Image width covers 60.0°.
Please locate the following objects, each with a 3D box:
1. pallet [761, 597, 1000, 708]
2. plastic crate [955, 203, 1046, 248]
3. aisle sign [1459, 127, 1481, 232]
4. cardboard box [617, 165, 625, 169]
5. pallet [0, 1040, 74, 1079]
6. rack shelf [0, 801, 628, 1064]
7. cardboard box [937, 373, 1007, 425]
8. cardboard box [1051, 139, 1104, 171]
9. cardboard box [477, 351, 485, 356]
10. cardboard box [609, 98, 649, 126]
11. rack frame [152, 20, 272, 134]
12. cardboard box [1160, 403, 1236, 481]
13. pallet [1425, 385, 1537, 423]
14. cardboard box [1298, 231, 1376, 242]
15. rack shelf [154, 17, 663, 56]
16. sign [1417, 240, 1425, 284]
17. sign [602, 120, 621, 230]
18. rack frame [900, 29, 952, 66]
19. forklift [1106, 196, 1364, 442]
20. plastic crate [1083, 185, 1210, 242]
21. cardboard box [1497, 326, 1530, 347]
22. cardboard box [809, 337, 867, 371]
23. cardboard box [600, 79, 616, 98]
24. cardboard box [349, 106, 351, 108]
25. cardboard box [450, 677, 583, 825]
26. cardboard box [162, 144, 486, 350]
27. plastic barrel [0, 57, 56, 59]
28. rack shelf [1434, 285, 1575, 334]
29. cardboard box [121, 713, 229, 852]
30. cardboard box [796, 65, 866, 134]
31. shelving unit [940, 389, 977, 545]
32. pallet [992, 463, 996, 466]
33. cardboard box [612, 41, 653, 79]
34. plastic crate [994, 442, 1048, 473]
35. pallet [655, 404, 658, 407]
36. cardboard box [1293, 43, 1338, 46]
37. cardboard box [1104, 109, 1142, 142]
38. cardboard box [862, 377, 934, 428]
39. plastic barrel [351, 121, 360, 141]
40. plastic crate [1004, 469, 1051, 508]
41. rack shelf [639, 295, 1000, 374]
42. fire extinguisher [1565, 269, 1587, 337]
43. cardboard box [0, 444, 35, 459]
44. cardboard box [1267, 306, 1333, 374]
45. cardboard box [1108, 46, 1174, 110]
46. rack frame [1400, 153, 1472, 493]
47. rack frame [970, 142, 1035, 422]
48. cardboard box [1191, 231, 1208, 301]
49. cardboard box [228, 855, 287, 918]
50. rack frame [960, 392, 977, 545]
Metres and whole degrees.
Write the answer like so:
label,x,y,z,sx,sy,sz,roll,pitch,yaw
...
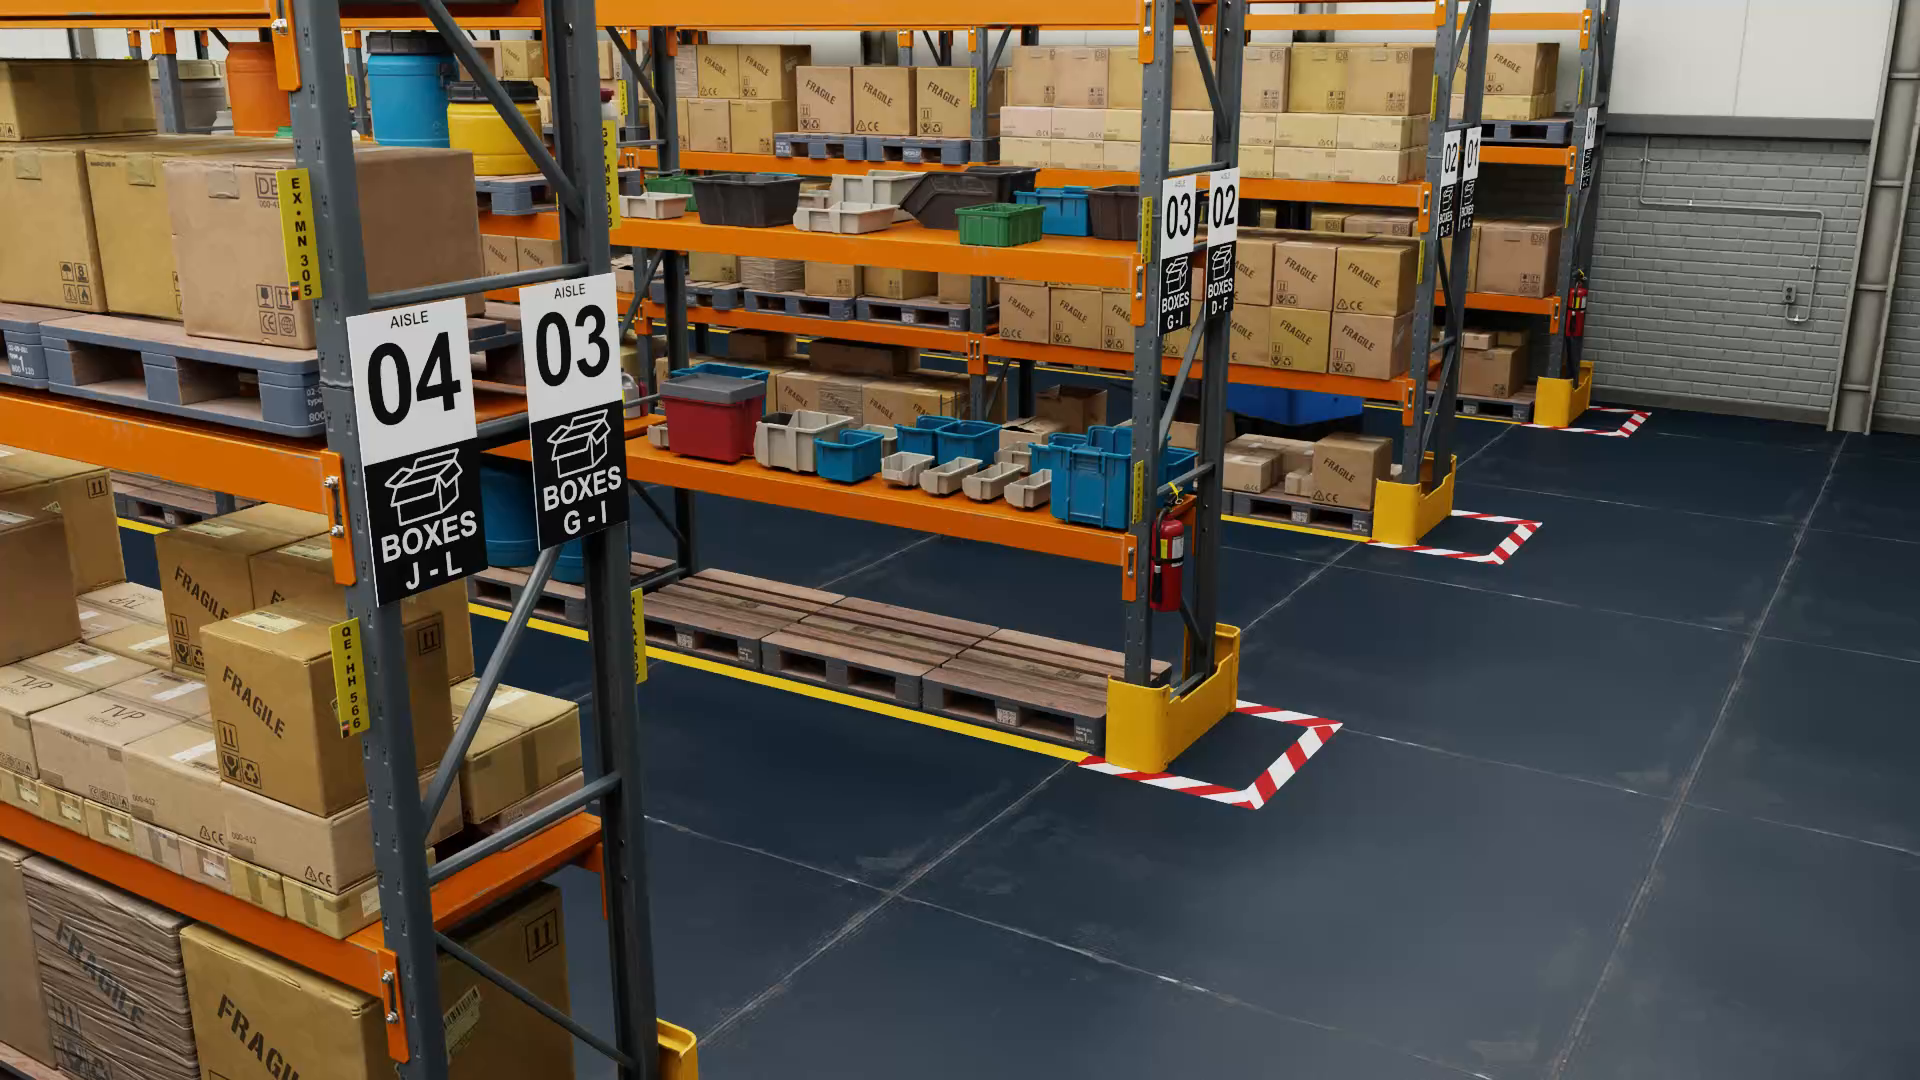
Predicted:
label,x,y,z,sx,sy,sz,roll,pitch,yaw
pallet,-0.504,0.701,10.709,1.213,0.211,1.003,10,20,30
plastic crate,0.224,-1.725,9.103,0.336,0.188,0.450,10,20,30
aisle sign,4.022,-2.844,13.111,0.004,0.787,0.394,10,20,30
cardboard box,-4.978,-5.167,24.165,0.500,0.500,0.500,11,20,32
pallet,-3.135,1.961,6.562,1.213,0.211,1.003,10,20,30
rack shelf,-3.082,0.955,6.315,4.000,0.370,1.077,10,20,30
cardboard box,0.117,-1.295,16.027,0.500,0.500,0.500,9,19,28
cardboard box,1.110,-3.298,14.174,0.500,0.250,0.500,10,20,30
cardboard box,-5.328,-2.237,18.627,0.500,0.311,0.500,9,19,28
cardboard box,-3.423,-4.374,16.996,0.500,0.250,0.500,9,19,26
rack frame,-5.603,-4.399,12.381,0.127,3.000,1.000,10,20,30
cardboard box,2.005,-0.878,14.649,0.637,0.503,0.797,10,20,30
pallet,5.677,-1.533,18.067,1.213,0.211,1.003,10,20,30
cardboard box,3.120,-2.275,13.817,0.500,0.500,0.500,10,20,31
rack shelf,-3.898,-3.559,11.542,4.000,0.370,1.077,10,20,30
sign,3.502,-2.109,12.627,0.005,0.325,0.100,10,20,30
sign,-1.082,-1.113,5.084,0.005,0.325,0.100,10,20,30
rack frame,-0.418,-6.853,20.459,0.127,3.000,1.000,10,20,30
forklift,2.744,-2.637,17.018,1.130,2.935,3.031,-11,20,-33
plastic crate,1.032,-1.812,9.250,0.590,0.269,0.497,10,20,30
cardboard box,5.962,-2.193,17.902,0.250,0.149,0.380,10,20,30
cardboard box,-1.163,-1.882,16.670,0.500,0.250,0.500,10,19,29
cardboard box,-4.810,-6.179,23.195,0.500,0.500,0.500,8,19,25
cardboard box,-7.167,-5.248,19.526,0.500,0.311,0.500,9,19,27
cardboard box,-1.645,0.704,5.648,0.500,0.250,0.500,10,19,29
cardboard box,-1.849,-0.883,4.899,0.500,0.500,0.700,9,19,27
plastic barrel,-7.907,-3.689,14.342,0.600,0.901,0.600,0,17,0
rack shelf,4.695,-2.726,18.431,4.000,0.370,1.077,10,20,30
cardboard box,-2.361,0.759,5.468,0.500,0.250,0.500,10,19,29
cardboard box,-1.127,-4.175,15.739,0.600,0.600,0.600,9,19,28
shelving unit,-0.012,-0.576,13.214,0.189,1.200,0.258,10,20,30
pallet,0.986,-0.707,15.348,1.213,0.211,1.003,10,20,30
cardboard box,-4.395,-6.571,22.765,0.500,0.500,0.500,8,19,25
plastic crate,0.368,-0.506,10.237,0.298,0.136,0.250,10,20,30
pallet,-3.688,-1.556,18.139,1.213,0.211,1.003,10,20,30
cardboard box,3.893,-5.091,17.891,0.500,0.500,0.500,10,19,29
cardboard box,1.533,-3.459,13.845,0.500,0.250,0.500,10,20,30
cardboard box,-0.586,-1.242,15.854,0.500,0.500,0.500,10,20,30
plastic barrel,-4.612,-2.972,12.359,0.301,0.262,0.301,0,17,0
plastic crate,0.425,-0.294,9.537,0.243,0.136,0.396,10,20,30
rack shelf,-1.303,-2.107,16.393,4.000,0.370,1.077,10,20,30
fire extinguisher,6.286,-2.413,16.938,0.183,0.674,0.296,10,20,30
cardboard box,-4.255,-0.119,7.069,0.500,0.500,0.500,11,20,32
cardboard box,2.842,-1.665,13.529,0.500,0.500,0.500,10,20,31
cardboard box,1.617,-3.858,13.867,0.500,0.500,0.700,10,20,30
rack frame,3.810,-1.538,13.284,0.127,3.000,1.000,10,20,30
rack frame,0.401,-2.147,15.287,0.127,3.000,1.000,10,20,30
cardboard box,1.974,-2.296,13.888,0.500,0.500,0.500,11,20,32
cardboard box,-2.076,1.023,5.284,0.250,0.149,0.380,10,20,31
rack frame,0.066,-0.562,13.168,0.006,1.200,0.240,10,20,30
